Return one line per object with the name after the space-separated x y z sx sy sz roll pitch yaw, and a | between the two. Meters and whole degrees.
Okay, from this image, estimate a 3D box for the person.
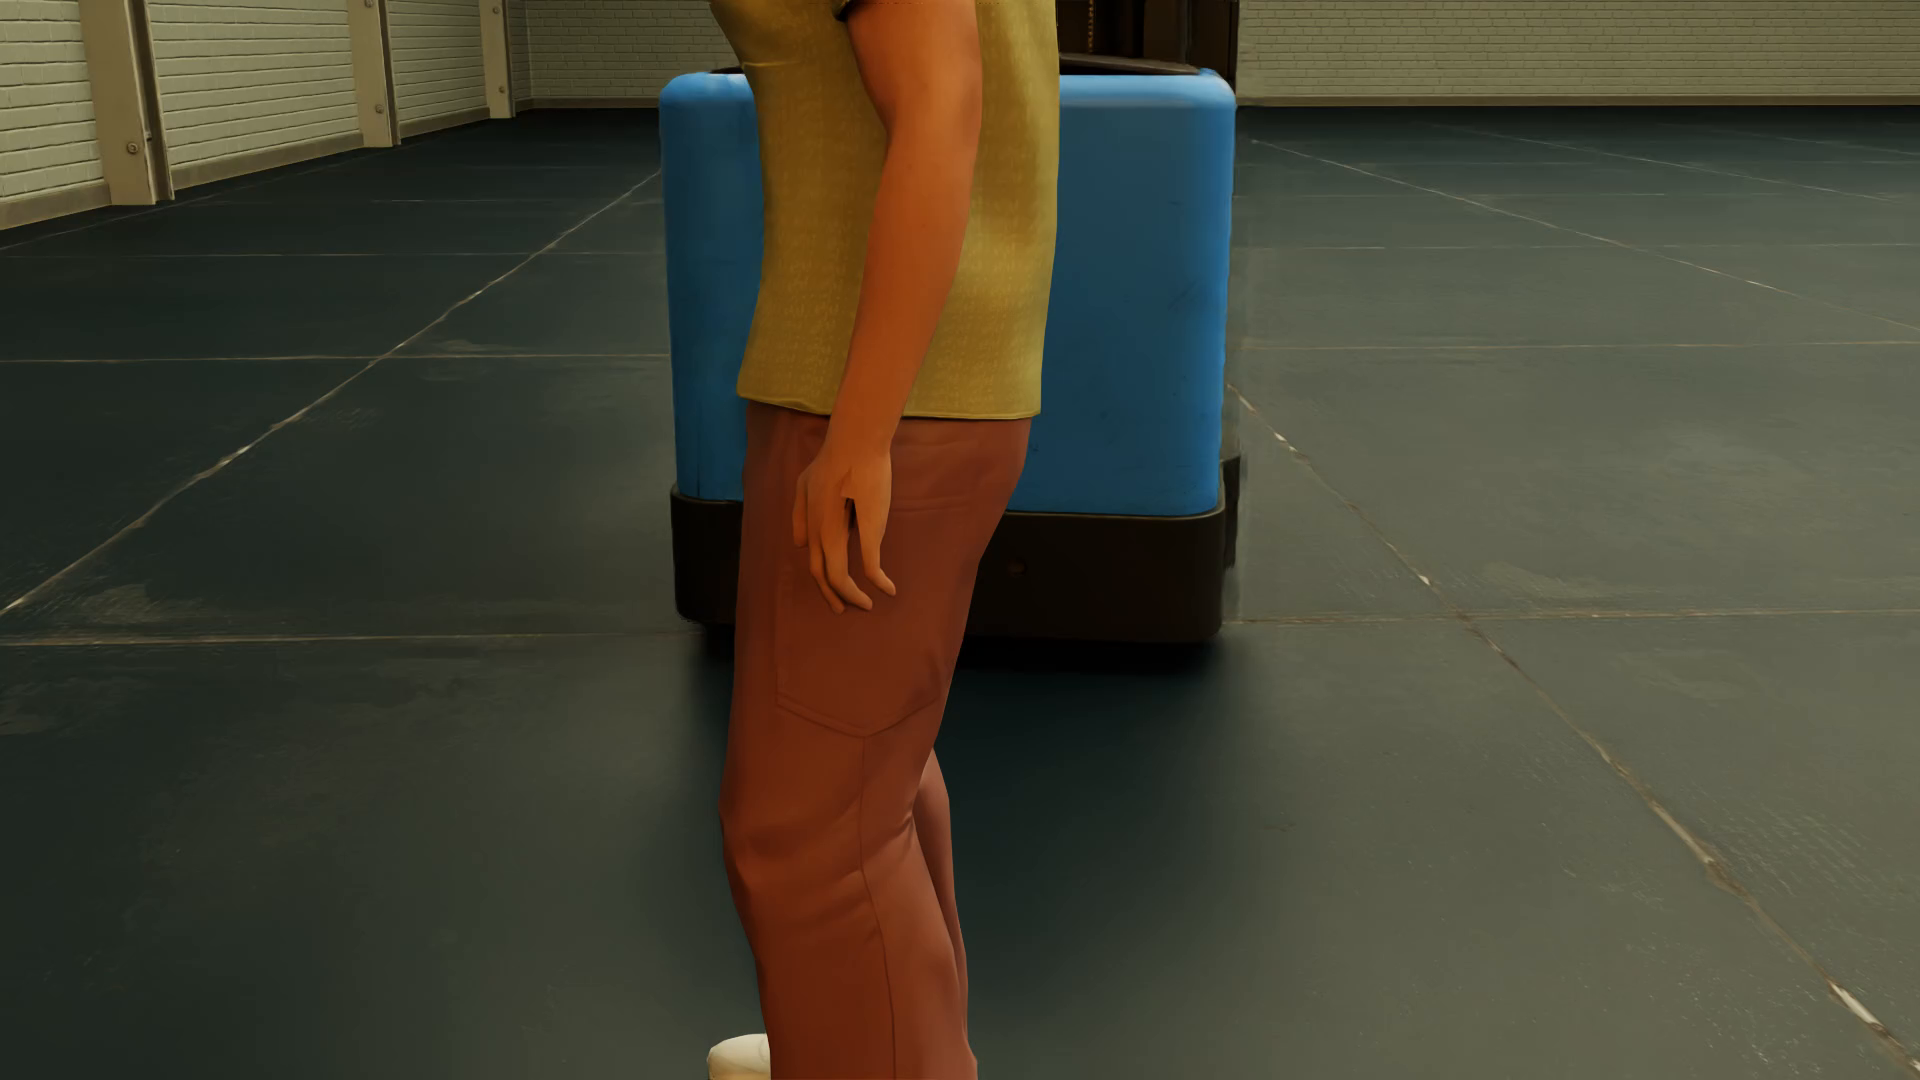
-0.101 -0.114 1.436 0.360 1.671 0.507 0 17 -1 | person

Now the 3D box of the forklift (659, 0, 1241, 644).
0.149 -1.597 4.127 1.130 2.935 3.031 2 17 7 | forklift
